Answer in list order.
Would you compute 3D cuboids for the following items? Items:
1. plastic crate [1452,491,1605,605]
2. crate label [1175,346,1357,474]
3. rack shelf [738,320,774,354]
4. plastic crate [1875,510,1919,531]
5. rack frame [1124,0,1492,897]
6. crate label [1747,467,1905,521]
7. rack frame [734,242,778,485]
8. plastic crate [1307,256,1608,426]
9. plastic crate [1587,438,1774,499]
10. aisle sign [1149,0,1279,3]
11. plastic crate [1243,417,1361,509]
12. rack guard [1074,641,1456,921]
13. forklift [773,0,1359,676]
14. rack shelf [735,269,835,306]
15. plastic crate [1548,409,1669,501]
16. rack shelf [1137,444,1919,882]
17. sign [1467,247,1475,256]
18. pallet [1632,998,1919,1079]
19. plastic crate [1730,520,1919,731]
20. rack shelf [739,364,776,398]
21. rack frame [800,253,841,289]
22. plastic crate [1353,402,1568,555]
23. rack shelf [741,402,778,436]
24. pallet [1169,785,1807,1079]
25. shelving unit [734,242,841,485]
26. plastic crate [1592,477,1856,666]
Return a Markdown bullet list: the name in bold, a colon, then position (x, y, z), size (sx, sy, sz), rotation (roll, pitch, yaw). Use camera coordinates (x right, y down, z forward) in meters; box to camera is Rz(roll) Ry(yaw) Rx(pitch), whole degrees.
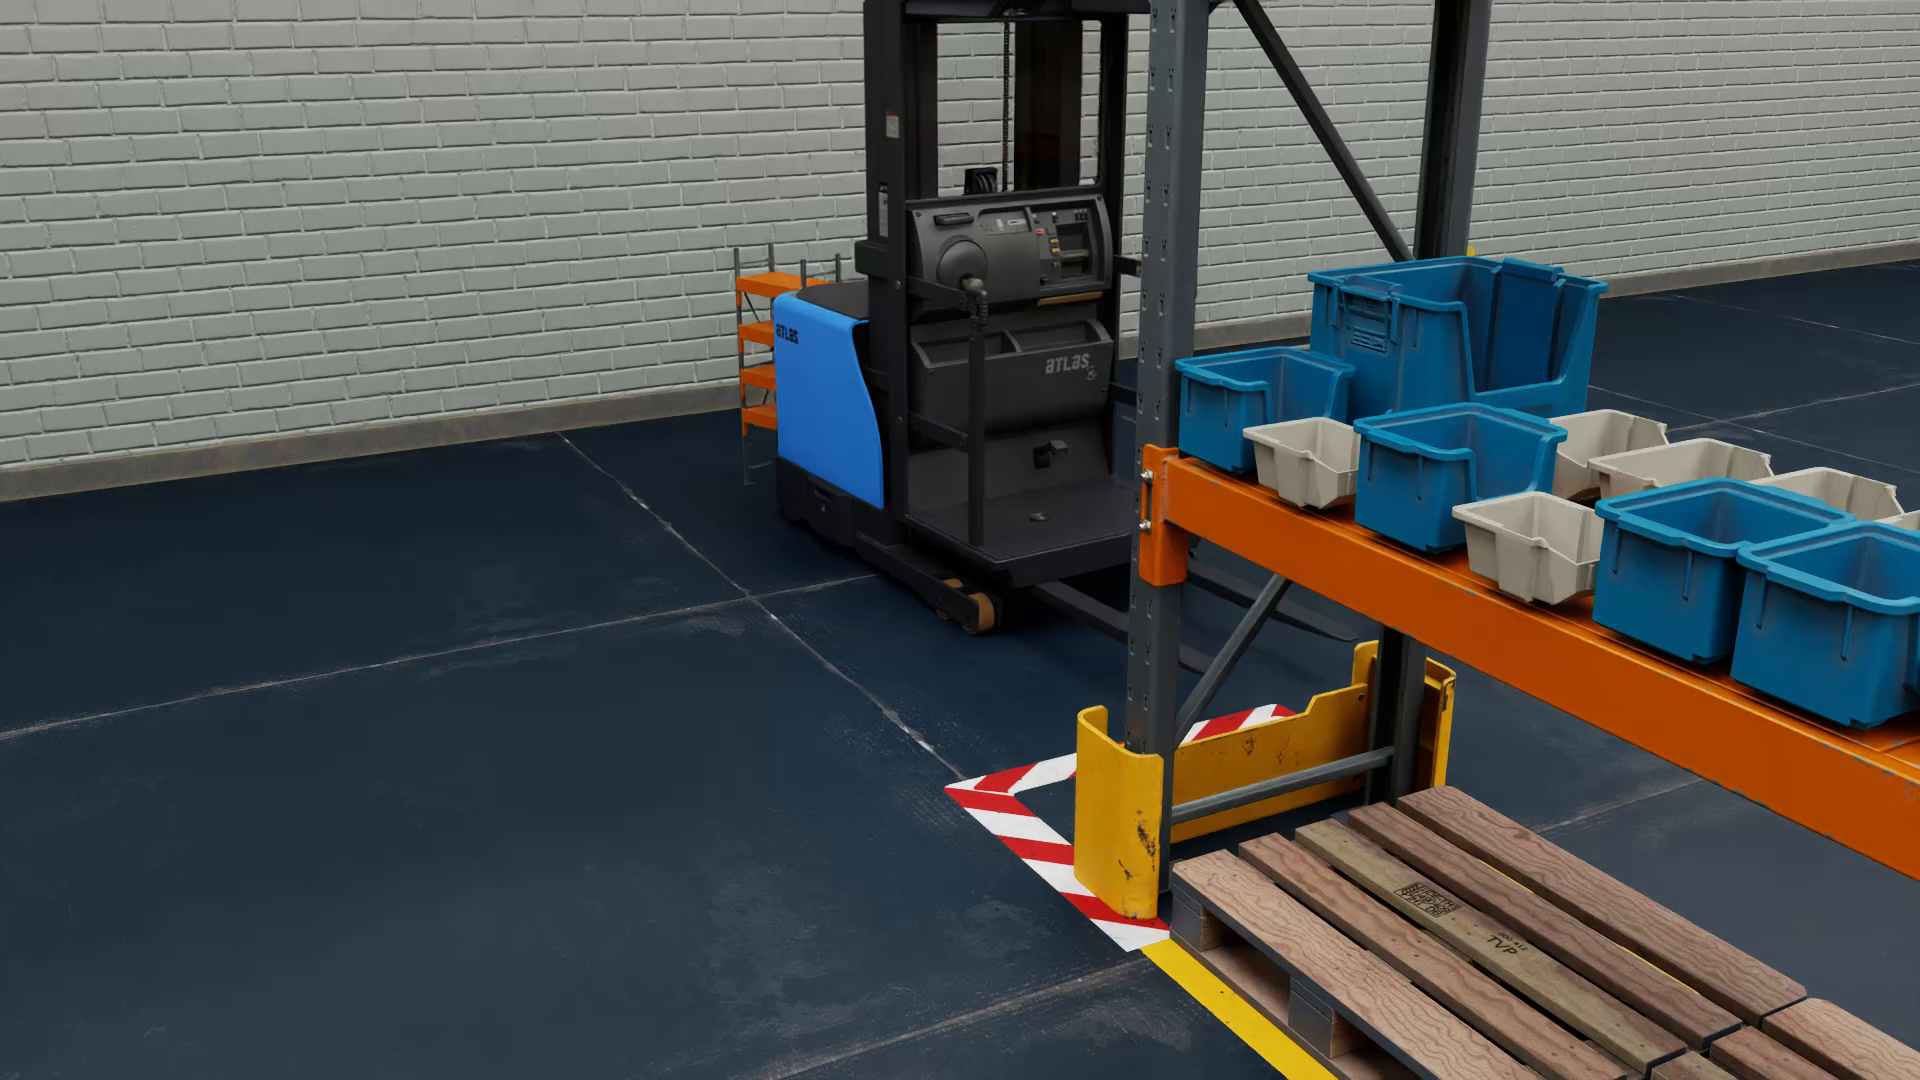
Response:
- **plastic crate**: position (1.154, 0.023, 3.278), size (0.250, 0.136, 0.298), rotation (-10, 21, -27)
- **crate label**: position (0.753, -0.322, 4.131), size (0.416, 0.233, 0.303), rotation (-10, 21, -27)
- **rack shelf**: position (-0.832, -0.968, 8.117), size (0.480, 0.148, 0.258), rotation (17, 25, 41)
- **plastic crate**: position (1.907, 0.051, 3.196), size (0.298, 0.136, 0.250), rotation (-10, 21, -27)
- **rack frame**: position (0.925, -0.495, 4.466), size (1.000, 3.000, 0.127), rotation (-10, 21, -27)
- **crate label**: position (1.750, -0.031, 3.434), size (0.396, 0.136, 0.243), rotation (-10, 21, -27)
- **rack frame**: position (-1.009, -0.875, 8.326), size (0.015, 1.200, 0.240), rotation (17, 25, 41)
- **plastic crate**: position (1.248, -0.473, 4.256), size (0.616, 0.435, 0.499), rotation (-10, 21, -27)
- **plastic crate**: position (1.597, -0.107, 3.655), size (0.396, 0.136, 0.243), rotation (-10, 21, -27)
- **aisle sign**: position (0.629, -1.698, 3.969), size (0.394, 0.787, 0.004), rotation (-10, 21, -27)
- **plastic crate**: position (0.832, -0.172, 3.842), size (0.250, 0.136, 0.298), rotation (-10, 21, -27)
- **rack guard**: position (0.902, 0.682, 4.888), size (1.175, 0.500, 0.348), rotation (-10, 21, -27)
- **forklift**: position (0.337, -1.186, 6.574), size (1.130, 2.935, 3.031), rotation (-12, 22, -30)
- **rack shelf**: position (-0.832, -1.191, 8.039), size (0.480, 0.148, 0.258), rotation (17, 25, 41)
- **plastic crate**: position (1.472, -0.192, 3.902), size (0.396, 0.136, 0.243), rotation (-10, 21, -27)
- **rack shelf**: position (1.875, 0.420, 2.920), size (1.077, 0.370, 4.000), rotation (-10, 21, -27)
- **sign**: position (1.401, -0.662, 4.700), size (0.100, 0.325, 0.005), rotation (-10, 21, -27)
- **pallet**: position (1.858, 1.416, 3.204), size (1.003, 0.211, 1.213), rotation (-10, 21, -27)
- **plastic crate**: position (1.520, 0.142, 2.786), size (0.416, 0.233, 0.300), rotation (-10, 21, -27)
- **rack shelf**: position (-0.832, -0.756, 8.190), size (0.480, 0.148, 0.258), rotation (17, 25, 41)
- **rack frame**: position (-0.655, -0.765, 8.009), size (0.015, 1.200, 0.240), rotation (17, 25, 41)
- **plastic crate**: position (1.065, -0.133, 3.583), size (0.416, 0.233, 0.300), rotation (-10, 21, -27)
- **rack shelf**: position (-0.832, -0.568, 8.254), size (0.480, 0.148, 0.258), rotation (17, 25, 41)
- **pallet**: position (1.282, 1.066, 4.218), size (1.003, 0.211, 1.213), rotation (-10, 21, -27)
- **shelving unit**: position (-0.832, -0.820, 8.168), size (0.503, 1.200, 0.258), rotation (17, 25, 41)
- **plastic crate**: position (1.378, 0.056, 3.035), size (0.416, 0.233, 0.300), rotation (-10, 21, -27)
